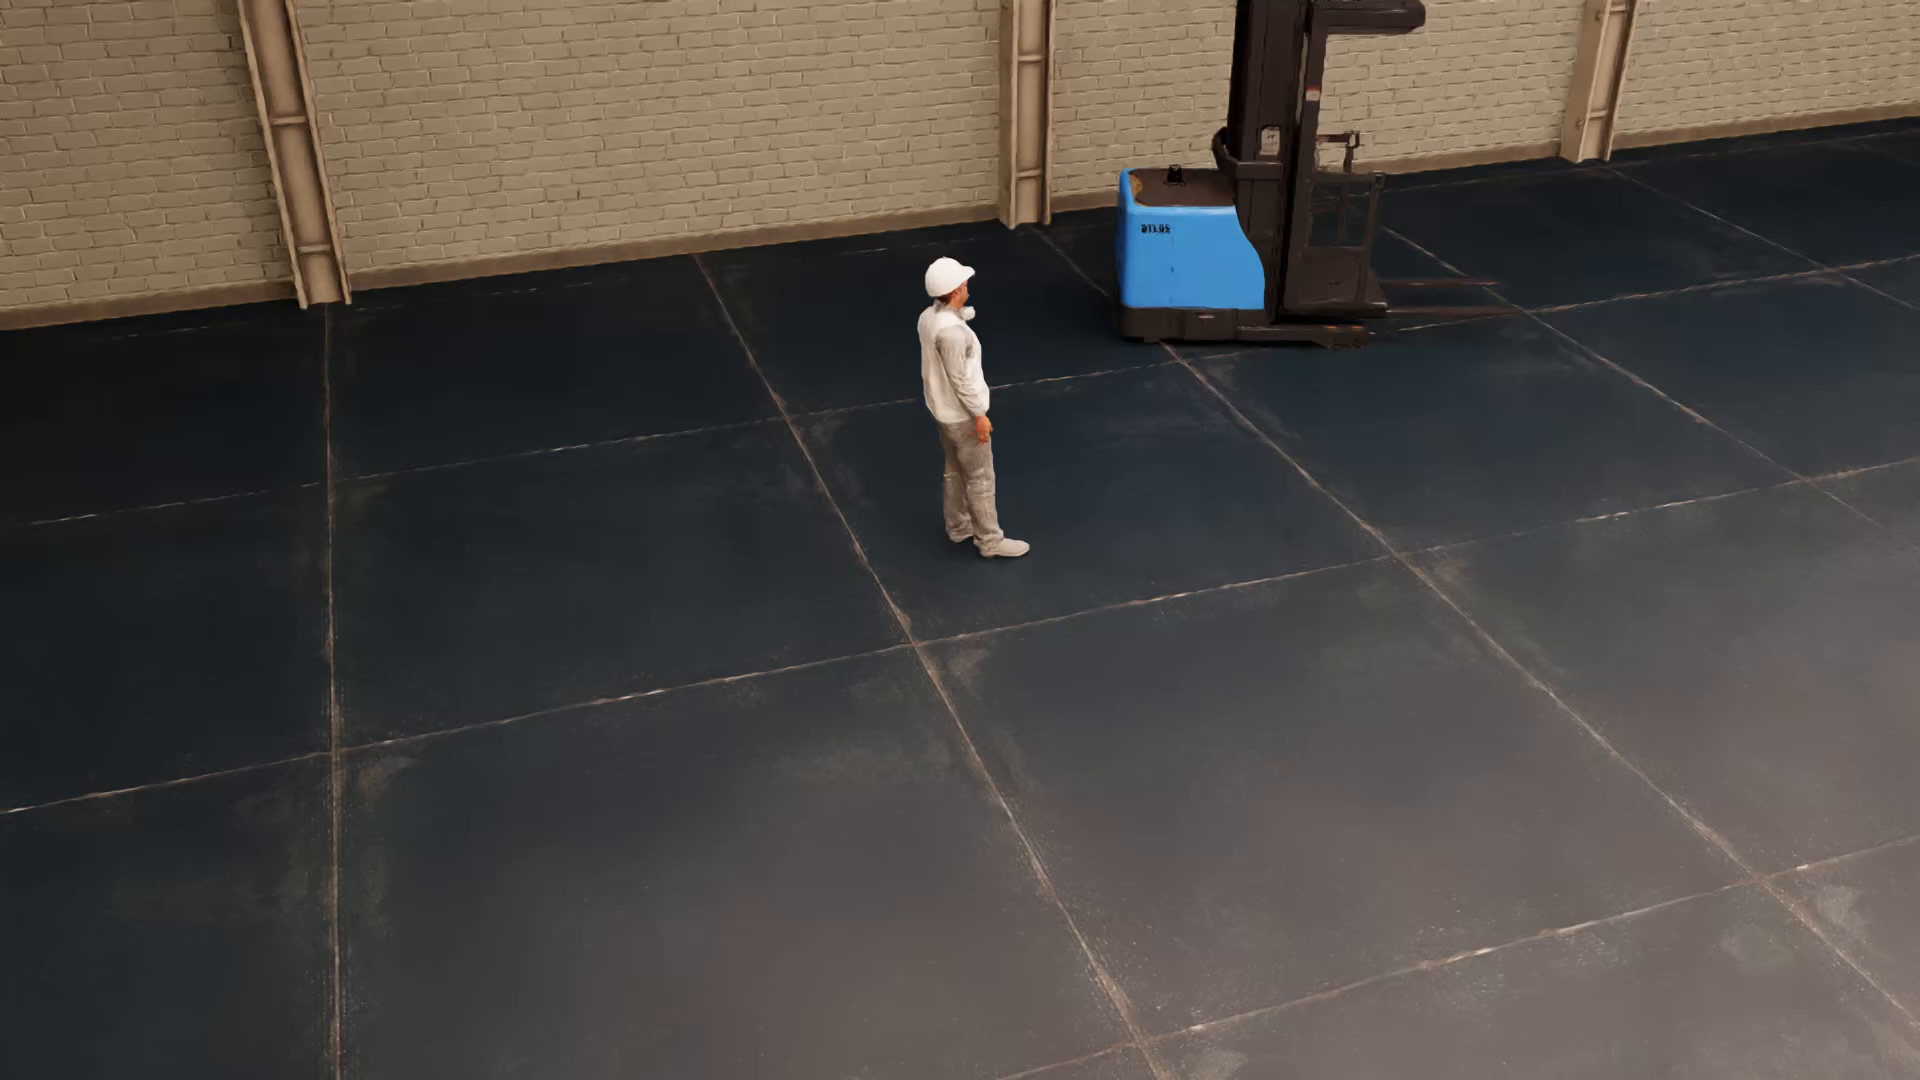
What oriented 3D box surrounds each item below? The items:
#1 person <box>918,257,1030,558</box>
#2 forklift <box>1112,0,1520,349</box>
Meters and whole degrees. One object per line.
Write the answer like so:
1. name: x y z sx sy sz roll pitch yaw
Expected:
1. person: 0.062 -0.781 9.591 0.567 1.773 0.632 -10 31 -16
2. forklift: 2.726 -2.981 12.268 3.031 2.935 1.130 1 30 1
